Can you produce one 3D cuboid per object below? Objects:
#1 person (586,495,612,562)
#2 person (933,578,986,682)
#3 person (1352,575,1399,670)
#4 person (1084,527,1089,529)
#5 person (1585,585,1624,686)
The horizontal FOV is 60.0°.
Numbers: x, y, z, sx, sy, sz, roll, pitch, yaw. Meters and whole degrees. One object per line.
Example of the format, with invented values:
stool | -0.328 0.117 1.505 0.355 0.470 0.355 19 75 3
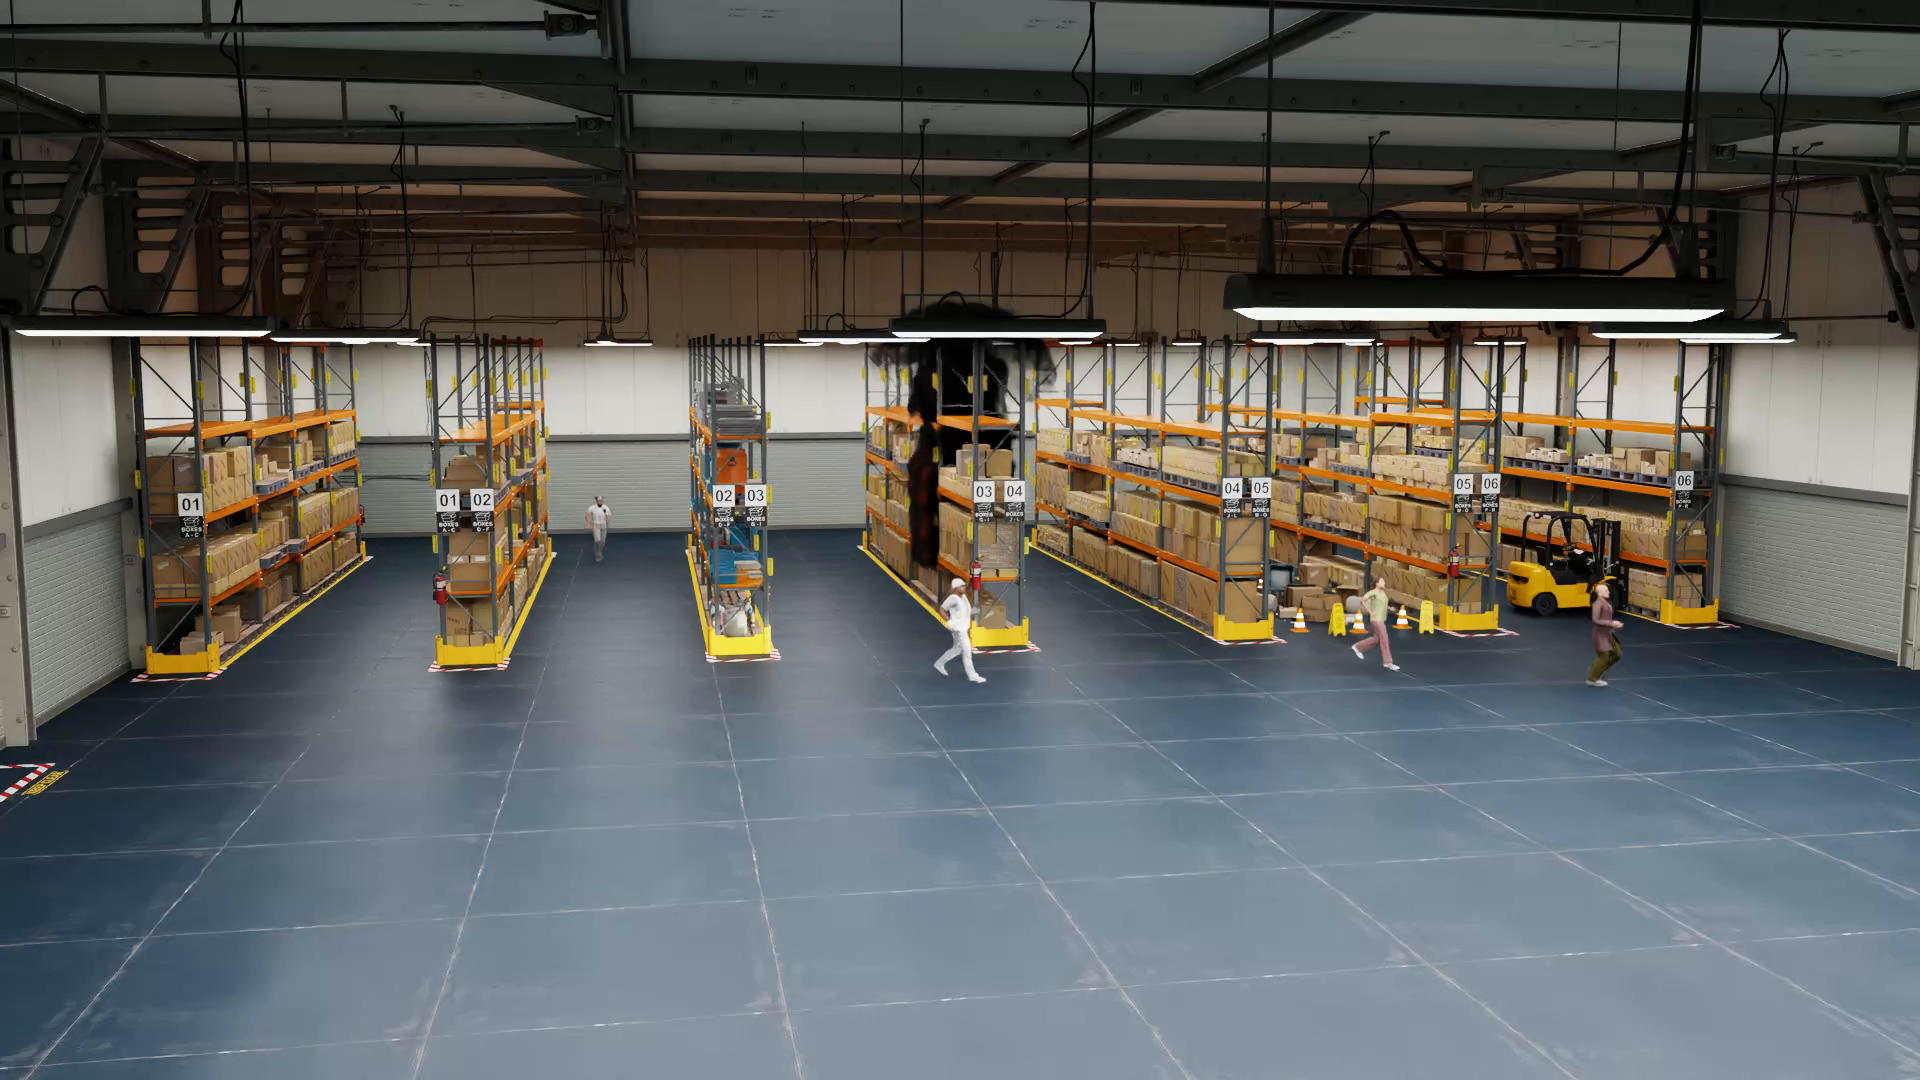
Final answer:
person | -9.760 -0.302 45.048 0.630 1.838 0.855 -3 7 -28
person | -0.010 1.534 28.622 1.003 1.765 0.685 2 7 17
person | 7.511 1.465 29.994 0.939 1.676 0.578 5 8 38
person | 3.860 -0.896 50.528 0.683 1.686 0.579 -3 7 -22
person | 10.962 1.627 28.181 0.639 1.741 0.697 5 8 38
